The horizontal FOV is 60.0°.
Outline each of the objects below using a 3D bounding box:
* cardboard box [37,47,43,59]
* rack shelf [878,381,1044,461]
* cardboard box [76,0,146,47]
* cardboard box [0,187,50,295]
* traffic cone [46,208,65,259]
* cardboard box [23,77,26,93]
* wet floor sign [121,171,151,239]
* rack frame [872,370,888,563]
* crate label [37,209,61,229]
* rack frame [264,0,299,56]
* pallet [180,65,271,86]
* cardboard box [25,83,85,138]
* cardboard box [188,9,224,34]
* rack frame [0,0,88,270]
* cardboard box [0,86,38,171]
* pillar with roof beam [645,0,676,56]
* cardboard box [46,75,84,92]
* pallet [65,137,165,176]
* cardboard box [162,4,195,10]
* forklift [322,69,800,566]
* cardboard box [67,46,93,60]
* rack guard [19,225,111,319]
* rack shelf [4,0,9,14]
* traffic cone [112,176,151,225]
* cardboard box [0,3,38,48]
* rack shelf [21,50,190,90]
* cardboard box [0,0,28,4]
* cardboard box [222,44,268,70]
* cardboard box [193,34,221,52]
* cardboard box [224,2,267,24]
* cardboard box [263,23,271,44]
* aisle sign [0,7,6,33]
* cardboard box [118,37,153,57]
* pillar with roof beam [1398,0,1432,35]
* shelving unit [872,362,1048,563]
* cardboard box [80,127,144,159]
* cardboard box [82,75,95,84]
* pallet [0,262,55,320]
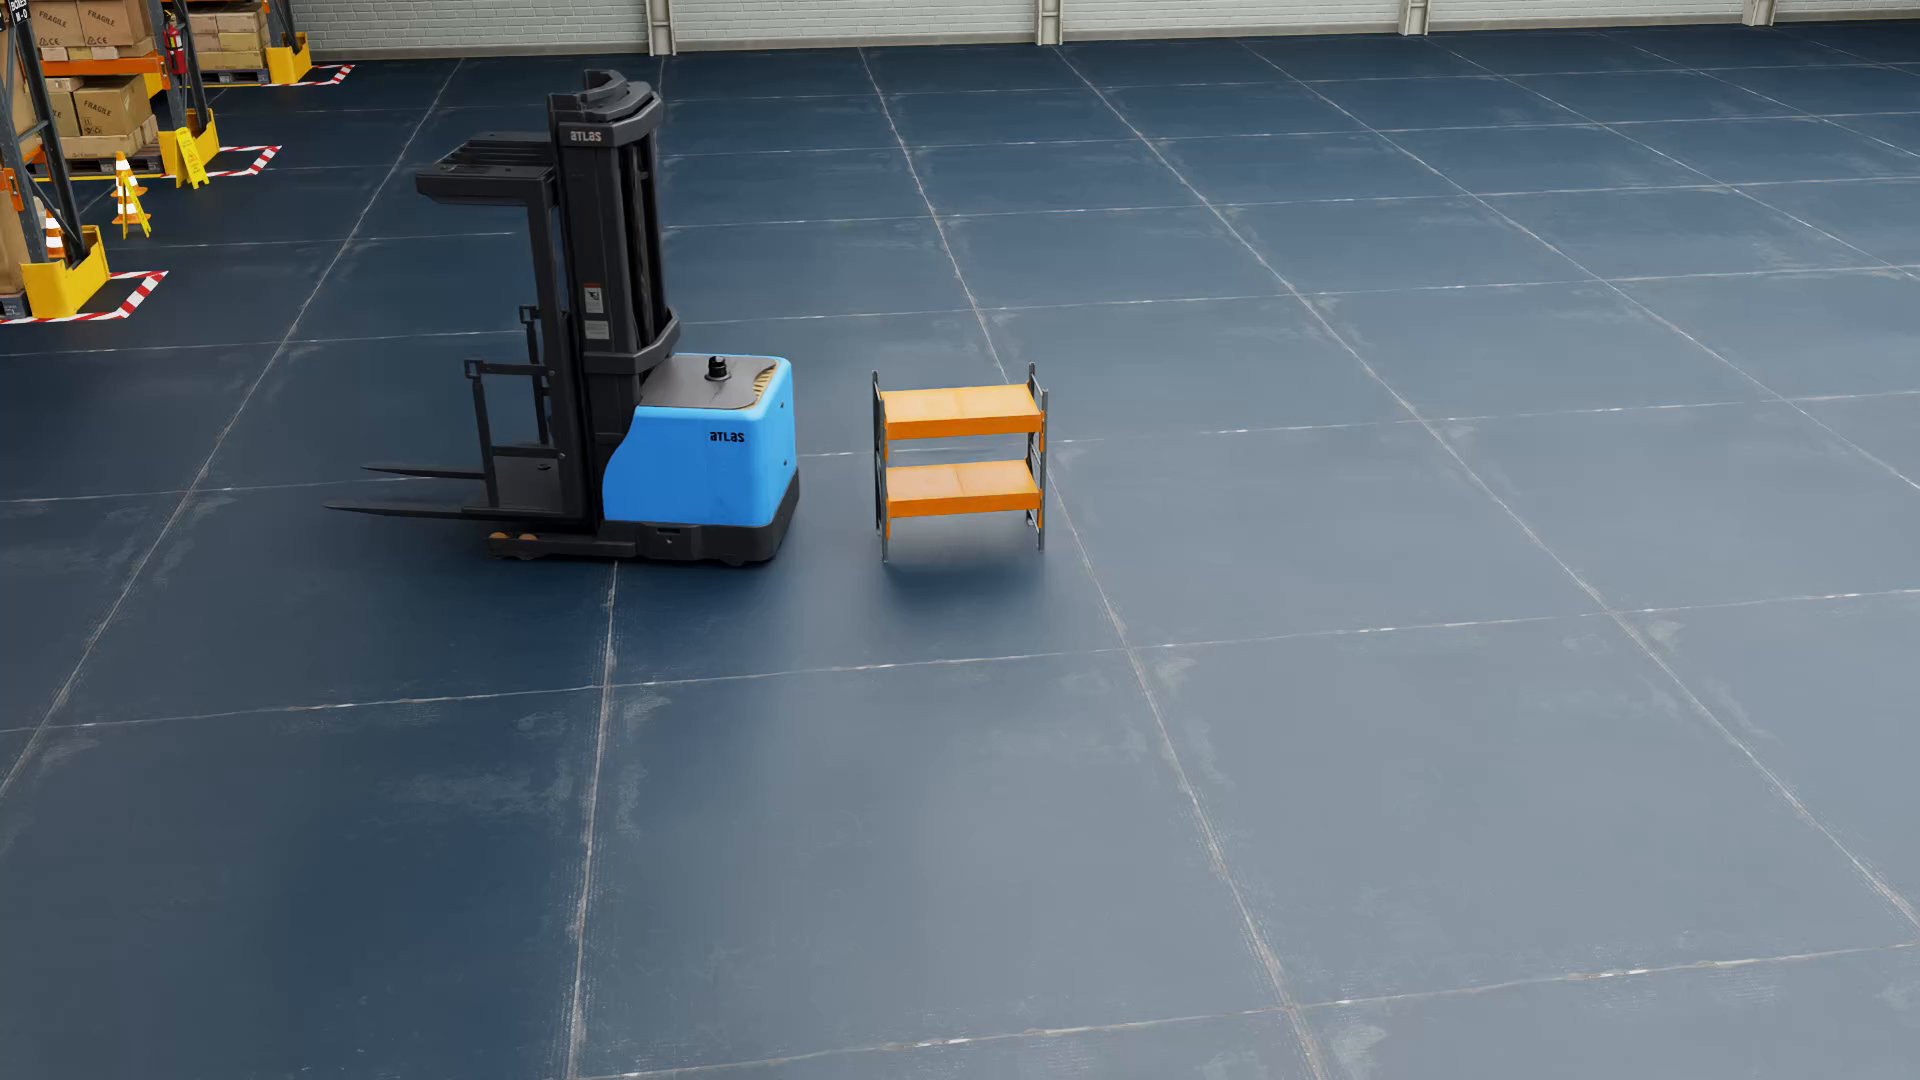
[{"bbox_3d":[-10.337,-5.513,18.687,0.250,0.149,0.380,-3,27,-6],"label":"cardboard box"},{"bbox_3d":[-0.007,-0.760,10.561,1.000,0.278,0.538,-4,27,-7],"label":"rack shelf"},{"bbox_3d":[-9.479,-5.819,18.572,0.500,0.500,0.500,-4,27,-8],"label":"cardboard box"},{"bbox_3d":[-8.852,-2.739,14.871,0.875,0.875,0.875,-4,27,-7],"label":"cardboard box"},{"bbox_3d":[-8.914,-3.050,16.389,0.334,0.463,0.336,-4,27,-7],"label":"traffic cone"},{"bbox_3d":[-10.602,-5.134,18.692,0.250,0.149,0.380,-3,27,-5],"label":"cardboard box"},{"bbox_3d":[-8.437,-3.419,16.910,0.232,0.644,0.267,-8,28,-16],"label":"wet floor sign"},{"bbox_3d":[-0.510,-0.468,10.632,0.032,1.125,0.500,-4,27,-7],"label":"rack frame"},{"bbox_3d":[-9.504,-3.359,17.349,0.298,0.136,0.250,-20,33,-33],"label":"crate label"},{"bbox_3d":[-9.675,-8.045,23.346,0.127,3.000,1.000,-4,27,-7],"label":"rack frame"},{"bbox_3d":[-10.427,-6.737,23.851,1.213,0.211,1.003,-4,27,-7],"label":"pallet"},{"bbox_3d":[-10.253,-4.895,18.937,0.500,0.500,0.500,-3,27,-5],"label":"cardboard box"},{"bbox_3d":[-10.592,-7.248,23.249,0.500,0.250,0.500,-3,27,-6],"label":"cardboard box"},{"bbox_3d":[-8.190,-3.570,14.624,0.127,3.000,1.000,-4,27,-7],"label":"rack frame"},{"bbox_3d":[-8.551,-3.593,14.504,0.550,0.550,0.875,-4,27,-7],"label":"cardboard box"},{"bbox_3d":[-3.949,-9.513,19.635,0.400,9.000,9.100,-4,27,-7],"label":"pillar with roof beam"},{"bbox_3d":[-10.091,-5.165,18.752,0.250,0.149,0.380,-3,27,-6],"label":"cardboard box"},{"bbox_3d":[-9.865,-4.520,19.531,1.213,0.211,1.003,-4,27,-7],"label":"pallet"},{"bbox_3d":[-11.168,-7.448,23.639,0.500,0.250,0.500,-4,27,-7],"label":"cardboard box"},{"bbox_3d":[-2.645,-1.410,10.490,3.031,2.935,1.130,3,27,5],"label":"forklift"},{"bbox_3d":[-9.813,-5.496,18.654,0.250,0.149,0.380,-4,27,-8],"label":"cardboard box"},{"bbox_3d":[-8.166,-2.459,15.198,0.348,0.500,1.175,-4,27,-7],"label":"rack guard"},{"bbox_3d":[-10.171,-4.457,13.856,4.000,0.370,1.077,-4,27,-7],"label":"rack shelf"},{"bbox_3d":[-8.735,-3.582,17.427,0.334,0.463,0.336,-4,27,-7],"label":"traffic cone"},{"bbox_3d":[-10.471,-5.759,18.455,0.500,0.500,0.500,-4,27,-7],"label":"cardboard box"},{"bbox_3d":[-10.960,-5.354,18.889,4.000,0.370,1.077,-4,27,-7],"label":"rack shelf"},{"bbox_3d":[-10.448,-6.184,18.188,0.500,0.500,0.700,-4,27,-8],"label":"cardboard box"},{"bbox_3d":[-10.096,-6.836,23.541,0.500,0.250,0.500,-3,27,-7],"label":"cardboard box"},{"bbox_3d":[-10.612,-7.032,23.375,0.500,0.250,0.500,-4,27,-8],"label":"cardboard box"},{"bbox_3d":[-10.177,-7.508,23.757,0.500,0.250,0.500,-4,27,-8],"label":"cardboard box"},{"bbox_3d":[-10.170,-7.295,23.888,0.500,0.250,0.500,-3,27,-6],"label":"cardboard box"},{"bbox_3d":[-8.078,-4.596,13.775,0.004,0.787,0.394,-4,27,-7],"label":"aisle sign"},{"bbox_3d":[-9.320,-5.569,18.796,0.250,0.149,0.380,-3,27,-5],"label":"cardboard box"},{"bbox_3d":[7.934,-10.276,21.122,0.400,9.000,9.100,-4,27,-7],"label":"pillar with roof beam"},{"bbox_3d":[-0.007,-0.500,10.695,1.048,1.125,0.538,-4,27,-7],"label":"shelving unit"},{"bbox_3d":[-9.767,-4.590,19.165,0.500,0.250,0.500,-4,27,-7],"label":"cardboard box"},{"bbox_3d":[-10.358,-5.135,19.405,0.500,0.500,0.500,-5,28,-9],"label":"cardboard box"},{"bbox_3d":[-8.971,-2.243,15.093,1.213,0.211,1.003,-4,27,-7],"label":"pallet"}]
